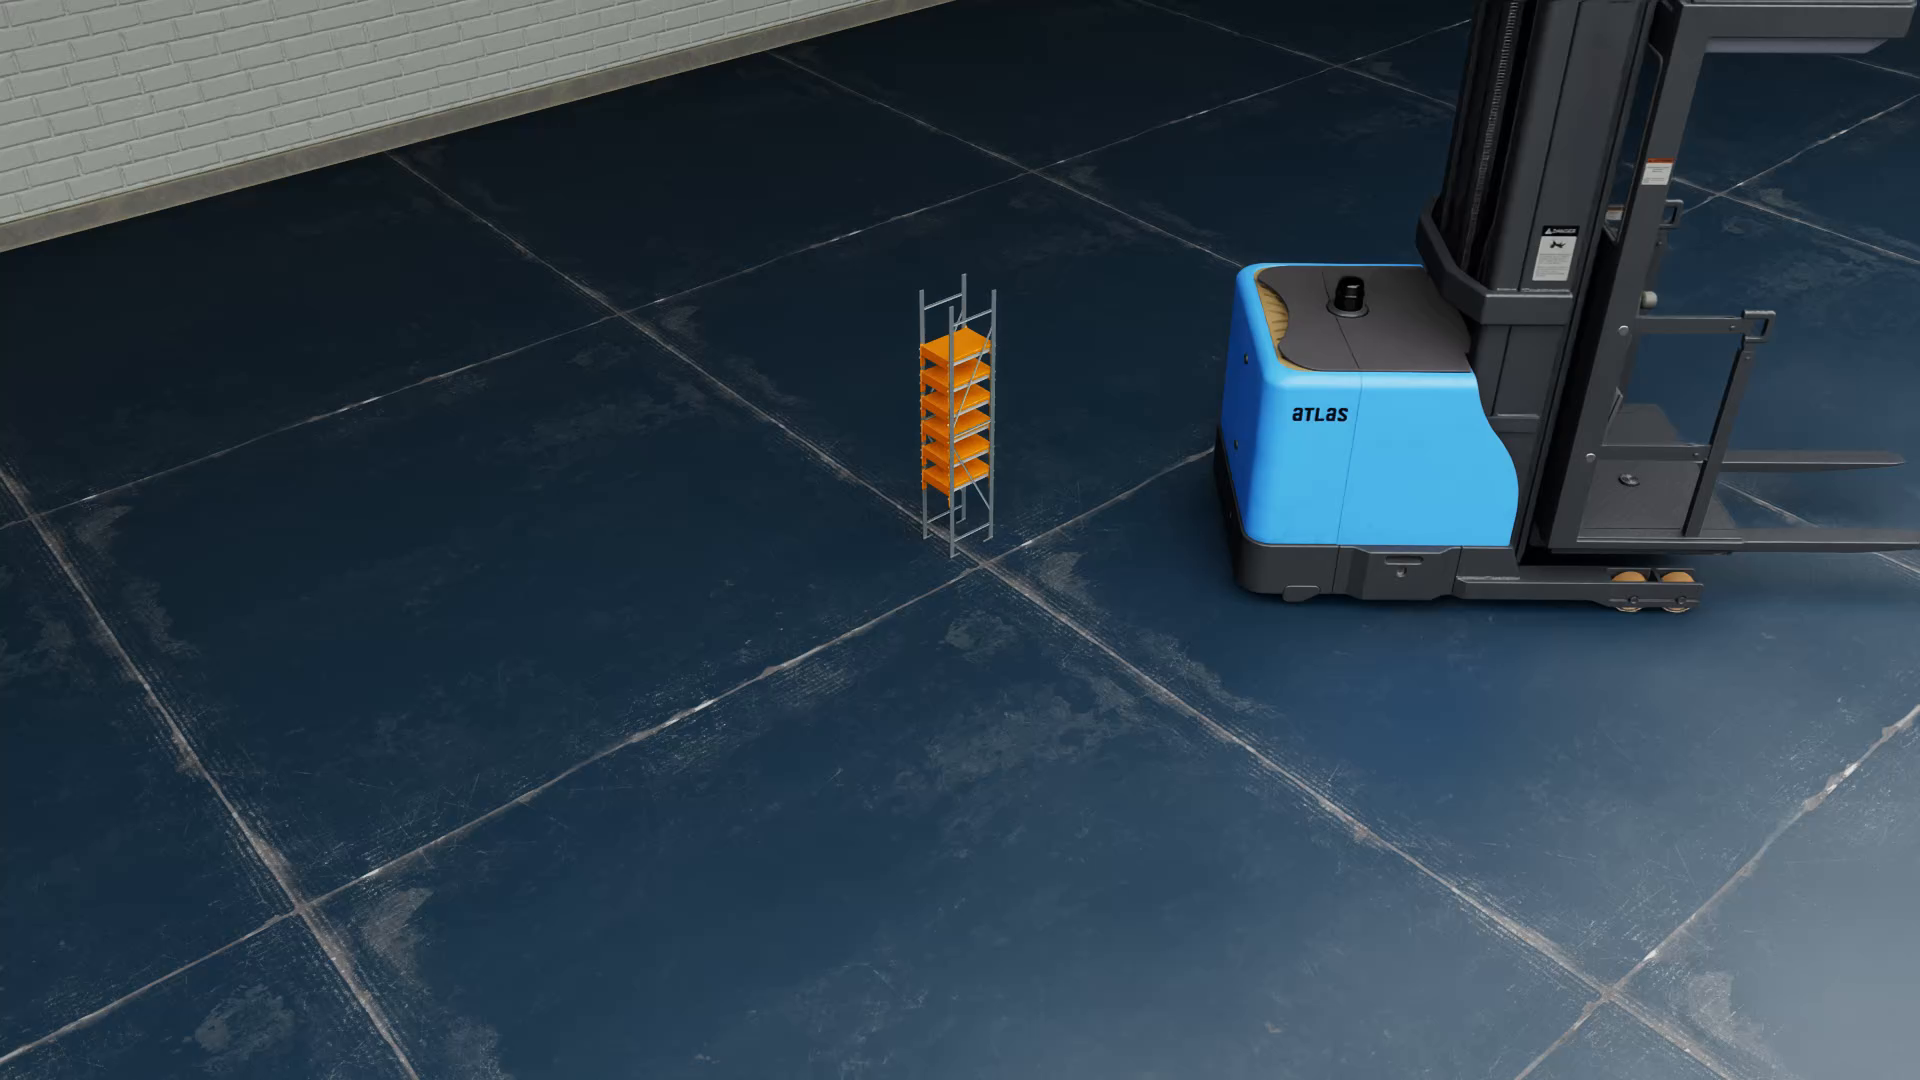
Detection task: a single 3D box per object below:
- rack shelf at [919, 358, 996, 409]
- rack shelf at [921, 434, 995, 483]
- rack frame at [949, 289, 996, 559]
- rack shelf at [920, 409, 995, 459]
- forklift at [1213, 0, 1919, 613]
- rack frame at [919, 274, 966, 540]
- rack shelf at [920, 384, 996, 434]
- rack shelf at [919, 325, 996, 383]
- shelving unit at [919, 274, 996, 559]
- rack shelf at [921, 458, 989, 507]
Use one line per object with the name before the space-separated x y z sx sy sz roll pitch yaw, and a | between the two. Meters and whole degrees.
rack shelf | -0.009 -0.656 6.799 0.258 0.103 0.180 -26 43 -32
rack shelf | -0.009 -0.362 7.007 0.258 0.103 0.180 -26 43 -32
rack frame | 0.050 -0.456 6.855 0.240 1.200 0.006 -26 43 -32
rack shelf | -0.009 -0.460 6.938 0.258 0.103 0.180 -26 43 -32
forklift | 2.664 -1.210 6.422 3.031 2.935 1.130 0 35 1
rack frame | -0.068 -0.536 6.969 0.240 1.200 0.006 -26 43 -32
rack shelf | -0.009 -0.558 6.869 0.258 0.103 0.180 -26 43 -32
rack shelf | -0.009 -0.754 6.730 0.258 0.103 0.180 -26 43 -32
shelving unit | -0.009 -0.496 6.912 0.258 1.200 0.189 -26 43 -32
rack shelf | -0.009 -0.264 7.077 0.258 0.103 0.180 -26 43 -32
